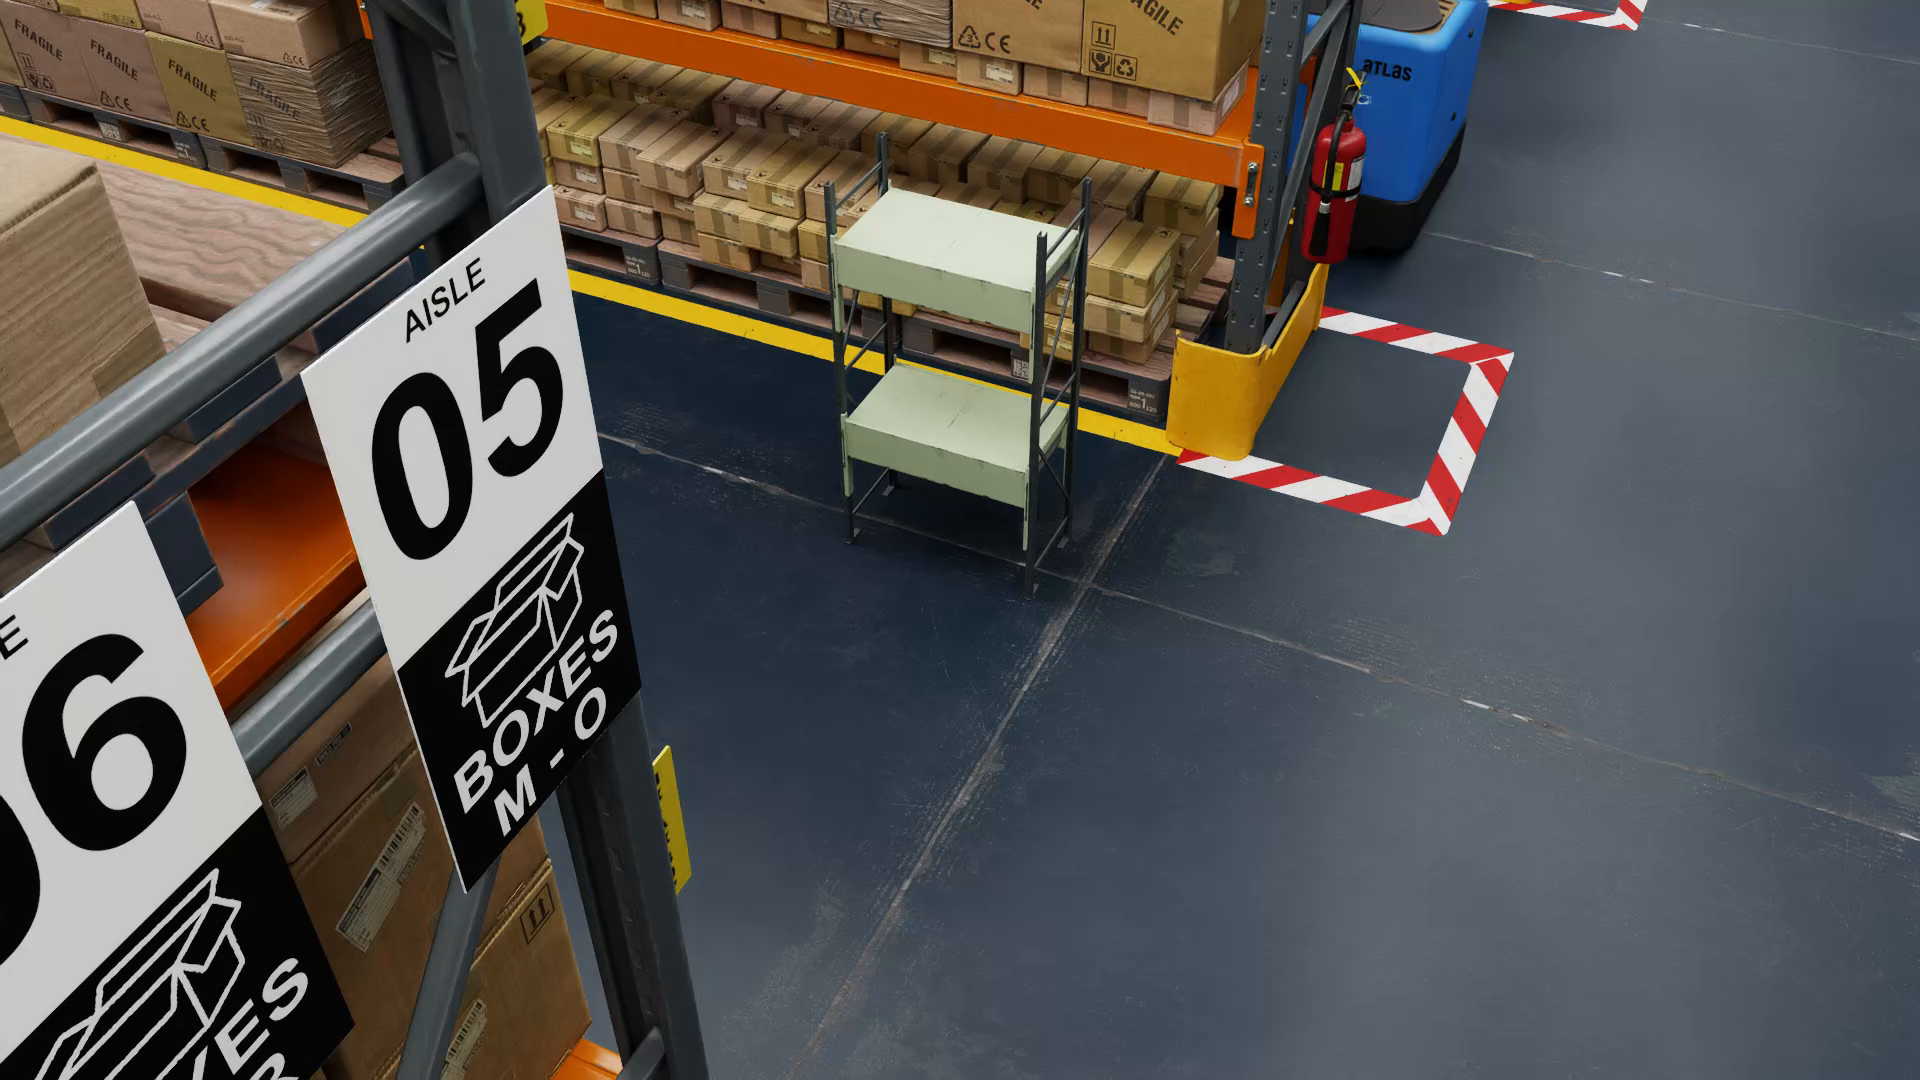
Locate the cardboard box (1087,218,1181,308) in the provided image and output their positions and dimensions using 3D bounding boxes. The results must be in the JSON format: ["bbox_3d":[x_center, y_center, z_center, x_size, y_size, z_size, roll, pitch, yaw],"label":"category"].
[{"bbox_3d":[0.695,-1.109,6.641,0.250,0.149,0.380,17,44,19],"label":"cardboard box"}]

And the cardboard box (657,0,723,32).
[{"bbox_3d":[-1.011,-2.210,6.702,0.250,0.149,0.380,19,44,20],"label":"cardboard box"}]

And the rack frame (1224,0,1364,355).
[{"bbox_3d":[1.282,-1.806,6.044,0.127,3.000,1.000,17,44,19],"label":"rack frame"}]

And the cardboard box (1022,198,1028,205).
[{"bbox_3d":[0.245,-1.557,7.386,0.250,0.149,0.380,18,44,20],"label":"cardboard box"}]

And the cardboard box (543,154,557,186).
[{"bbox_3d":[-1.883,-1.801,7.666,0.250,0.149,0.380,17,44,19],"label":"cardboard box"}]

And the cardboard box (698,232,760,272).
[{"bbox_3d":[-0.956,-1.369,7.395,0.250,0.149,0.380,16,43,17],"label":"cardboard box"}]

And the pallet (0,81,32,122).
[{"bbox_3d":[-5.261,-2.751,9.262,1.213,0.211,1.003,17,44,19],"label":"pallet"}]

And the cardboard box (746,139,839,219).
[{"bbox_3d":[-0.713,-1.554,7.154,0.250,0.149,0.380,17,44,19],"label":"cardboard box"}]

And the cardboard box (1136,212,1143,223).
[{"bbox_3d":[0.691,-1.407,7.212,0.250,0.149,0.380,17,44,18],"label":"cardboard box"}]

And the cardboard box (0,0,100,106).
[{"bbox_3d":[-4.511,-2.612,8.561,0.500,0.500,0.500,16,43,18],"label":"cardboard box"}]

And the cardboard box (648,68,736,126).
[{"bbox_3d":[-1.232,-2.046,7.722,0.250,0.149,0.380,18,44,20],"label":"cardboard box"}]

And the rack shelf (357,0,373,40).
[{"bbox_3d":[-4.156,-3.196,8.196,4.000,0.370,1.077,17,44,19],"label":"rack shelf"}]

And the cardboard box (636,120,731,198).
[{"bbox_3d":[-1.202,-1.672,7.290,0.250,0.149,0.380,18,44,20],"label":"cardboard box"}]

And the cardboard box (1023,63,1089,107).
[{"bbox_3d":[0.424,-1.785,6.211,0.250,0.149,0.380,17,44,18],"label":"cardboard box"}]

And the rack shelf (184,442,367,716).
[{"bbox_3d":[-2.532,-0.256,2.514,4.000,0.370,1.077,17,44,19],"label":"rack shelf"}]

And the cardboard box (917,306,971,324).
[{"bbox_3d":[0.008,-1.106,7.091,0.250,0.149,0.380,17,44,19],"label":"cardboard box"}]

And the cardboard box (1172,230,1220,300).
[{"bbox_3d":[0.942,-1.223,7.226,0.250,0.149,0.380,18,44,19],"label":"cardboard box"}]

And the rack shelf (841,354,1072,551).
[{"bbox_3d":[-0.006,-0.322,5.974,0.720,0.370,0.431,17,44,19],"label":"rack shelf"}]

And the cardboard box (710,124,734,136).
[{"bbox_3d":[-0.998,-1.891,7.771,0.250,0.149,0.380,18,44,20],"label":"cardboard box"}]

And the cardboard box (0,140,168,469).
[{"bbox_3d":[-1.166,-0.185,1.600,0.500,0.250,0.500,13,43,15],"label":"cardboard box"}]

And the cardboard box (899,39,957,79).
[{"bbox_3d":[-0.044,-1.933,6.381,0.250,0.149,0.380,15,43,17],"label":"cardboard box"}]

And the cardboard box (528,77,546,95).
[{"bbox_3d":[-2.119,-2.002,7.671,0.250,0.149,0.380,19,44,20],"label":"cardboard box"}]

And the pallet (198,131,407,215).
[{"bbox_3d":[-3.049,-2.075,8.483,1.213,0.211,1.003,17,44,19],"label":"pallet"}]

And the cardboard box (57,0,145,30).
[{"bbox_3d":[-4.070,-2.756,8.155,0.500,0.250,0.500,15,43,17],"label":"cardboard box"}]

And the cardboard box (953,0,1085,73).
[{"bbox_3d":[0.301,-2.074,6.049,0.500,0.500,0.500,16,44,18],"label":"cardboard box"}]

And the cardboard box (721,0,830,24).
[{"bbox_3d":[-0.610,-2.353,6.371,0.500,0.500,0.500,19,44,21],"label":"cardboard box"}]

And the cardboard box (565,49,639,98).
[{"bbox_3d":[-1.662,-2.229,7.933,0.250,0.149,0.380,18,44,19],"label":"cardboard box"}]

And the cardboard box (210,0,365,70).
[{"bbox_3d":[-3.125,-2.468,7.822,0.500,0.250,0.500,16,43,18],"label":"cardboard box"}]

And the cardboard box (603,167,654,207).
[{"bbox_3d":[-1.403,-1.678,7.525,0.250,0.149,0.380,15,43,16],"label":"cardboard box"}]

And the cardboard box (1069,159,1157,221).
[{"bbox_3d":[0.650,-1.464,7.051,0.250,0.149,0.380,18,44,19],"label":"cardboard box"}]

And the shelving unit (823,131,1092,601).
[{"bbox_3d":[-0.006,-0.569,5.761,0.755,1.500,0.431,17,44,19],"label":"shelving unit"}]

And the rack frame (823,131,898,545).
[{"bbox_3d":[-0.338,-0.670,5.878,0.023,1.500,0.400,17,44,19],"label":"rack frame"}]

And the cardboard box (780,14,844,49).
[{"bbox_3d":[-0.511,-2.107,6.582,0.250,0.149,0.380,18,44,19],"label":"cardboard box"}]

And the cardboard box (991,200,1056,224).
[{"bbox_3d":[0.203,-1.209,6.756,0.250,0.149,0.380,16,43,18],"label":"cardboard box"}]

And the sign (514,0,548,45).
[{"bbox_3d":[-0.480,-0.662,1.705,0.005,0.325,0.100,17,44,19],"label":"sign"}]

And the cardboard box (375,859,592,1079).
[{"bbox_3d":[-1.033,0.819,2.939,0.500,0.500,0.500,17,44,18],"label":"cardboard box"}]

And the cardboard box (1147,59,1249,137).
[{"bbox_3d":[0.867,-1.634,6.037,0.250,0.149,0.380,17,44,19],"label":"cardboard box"}]

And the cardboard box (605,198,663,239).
[{"bbox_3d":[-1.410,-1.551,7.606,0.250,0.149,0.380,16,43,18],"label":"cardboard box"}]

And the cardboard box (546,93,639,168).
[{"bbox_3d":[-1.644,-1.849,7.495,0.250,0.149,0.380,16,44,18],"label":"cardboard box"}]

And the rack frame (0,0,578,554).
[{"bbox_3d":[-0.720,-1.107,0.657,0.127,3.000,1.000,17,44,19],"label":"rack frame"}]

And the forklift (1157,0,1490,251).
[{"bbox_3d":[0.939,-3.127,7.620,3.031,2.935,1.130,18,44,20],"label":"forklift"}]

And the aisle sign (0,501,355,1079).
[{"bbox_3d":[-0.786,0.381,1.535,0.004,0.787,0.394,17,44,19],"label":"aisle sign"}]

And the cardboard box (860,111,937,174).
[{"bbox_3d":[-0.251,-1.812,7.452,0.250,0.149,0.380,18,44,19],"label":"cardboard box"}]

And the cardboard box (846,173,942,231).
[{"bbox_3d":[-0.272,-1.359,6.930,0.250,0.149,0.380,19,44,20],"label":"cardboard box"}]

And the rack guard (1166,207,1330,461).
[{"bbox_3d":[1.213,-0.883,6.887,0.348,0.500,1.175,17,44,19],"label":"rack guard"}]

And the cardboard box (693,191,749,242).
[{"bbox_3d":[-0.962,-1.480,7.297,0.250,0.149,0.380,17,44,18],"label":"cardboard box"}]

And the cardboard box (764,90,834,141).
[{"bbox_3d":[-0.698,-1.958,7.621,0.250,0.149,0.380,16,43,17],"label":"cardboard box"}]

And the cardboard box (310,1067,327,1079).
[{"bbox_3d":[-1.257,0.752,2.252,0.500,0.500,0.500,18,44,20],"label":"cardboard box"}]

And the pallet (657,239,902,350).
[{"bbox_3d":[-0.610,-1.358,7.656,1.213,0.211,1.003,17,44,19],"label":"pallet"}]

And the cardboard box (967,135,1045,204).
[{"bbox_3d":[0.216,-1.629,7.242,0.250,0.149,0.380,15,43,17],"label":"cardboard box"}]

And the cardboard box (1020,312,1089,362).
[{"bbox_3d":[0.441,-0.921,6.878,0.250,0.149,0.380,18,44,20],"label":"cardboard box"}]

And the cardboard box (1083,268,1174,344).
[{"bbox_3d":[0.683,-0.977,6.716,0.250,0.149,0.380,16,43,18],"label":"cardboard box"}]

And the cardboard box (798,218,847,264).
[{"bbox_3d":[-0.488,-1.337,7.132,0.250,0.149,0.380,19,44,21],"label":"cardboard box"}]

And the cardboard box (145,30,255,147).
[{"bbox_3d":[-3.585,-2.326,8.231,0.500,0.500,0.500,16,43,18],"label":"cardboard box"}]

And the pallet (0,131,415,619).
[{"bbox_3d":[-1.396,-0.139,1.898,1.213,0.211,1.003,17,44,19],"label":"pallet"}]

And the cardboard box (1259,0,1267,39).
[{"bbox_3d":[0.992,-2.245,6.246,0.500,0.500,0.500,19,44,21],"label":"cardboard box"}]

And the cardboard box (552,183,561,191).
[{"bbox_3d":[-1.908,-1.630,7.696,0.250,0.149,0.380,18,44,20],"label":"cardboard box"}]

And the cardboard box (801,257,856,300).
[{"bbox_3d":[-0.489,-1.227,7.231,0.250,0.149,0.380,18,44,19],"label":"cardboard box"}]
